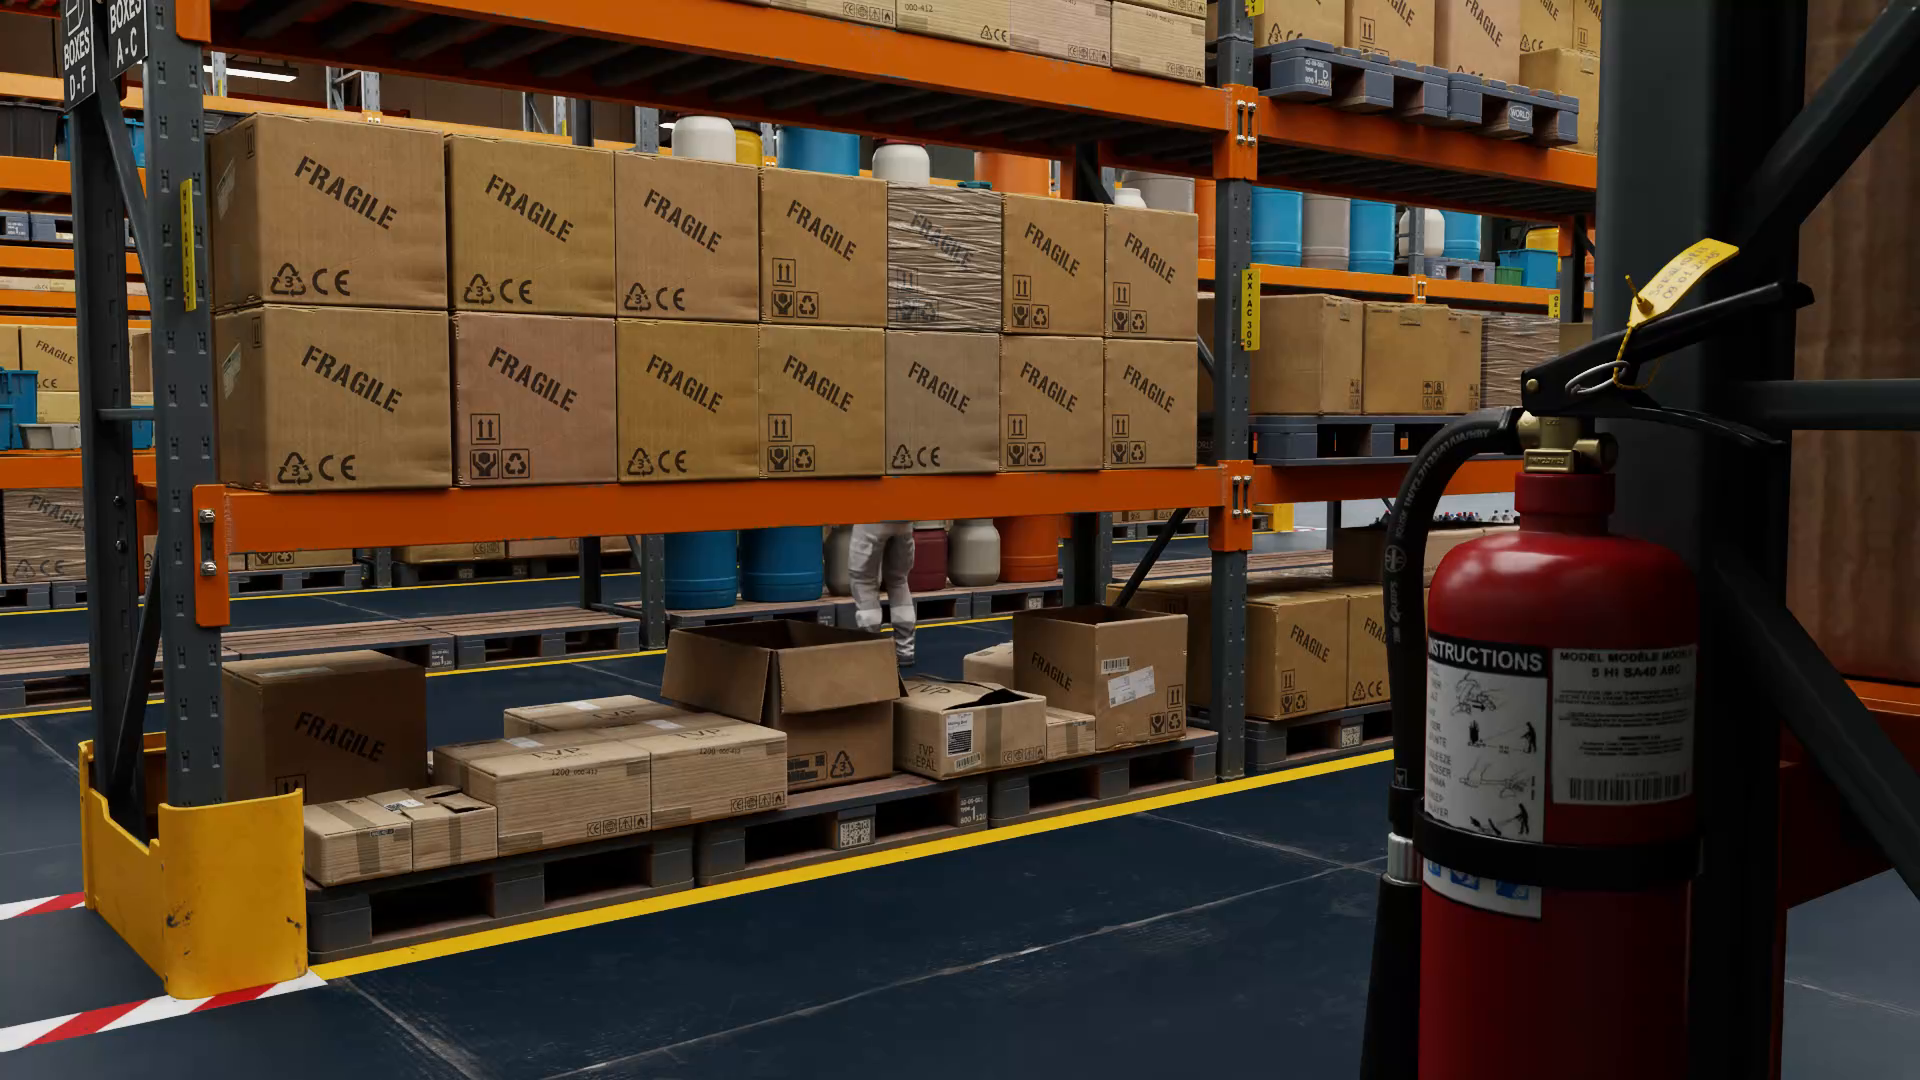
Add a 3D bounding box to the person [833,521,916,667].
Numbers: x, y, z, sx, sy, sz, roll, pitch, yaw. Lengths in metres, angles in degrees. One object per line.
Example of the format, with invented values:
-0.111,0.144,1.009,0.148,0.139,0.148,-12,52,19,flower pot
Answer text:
-0.531,-0.125,10.030,0.494,1.777,0.569,-4,5,-40,person
